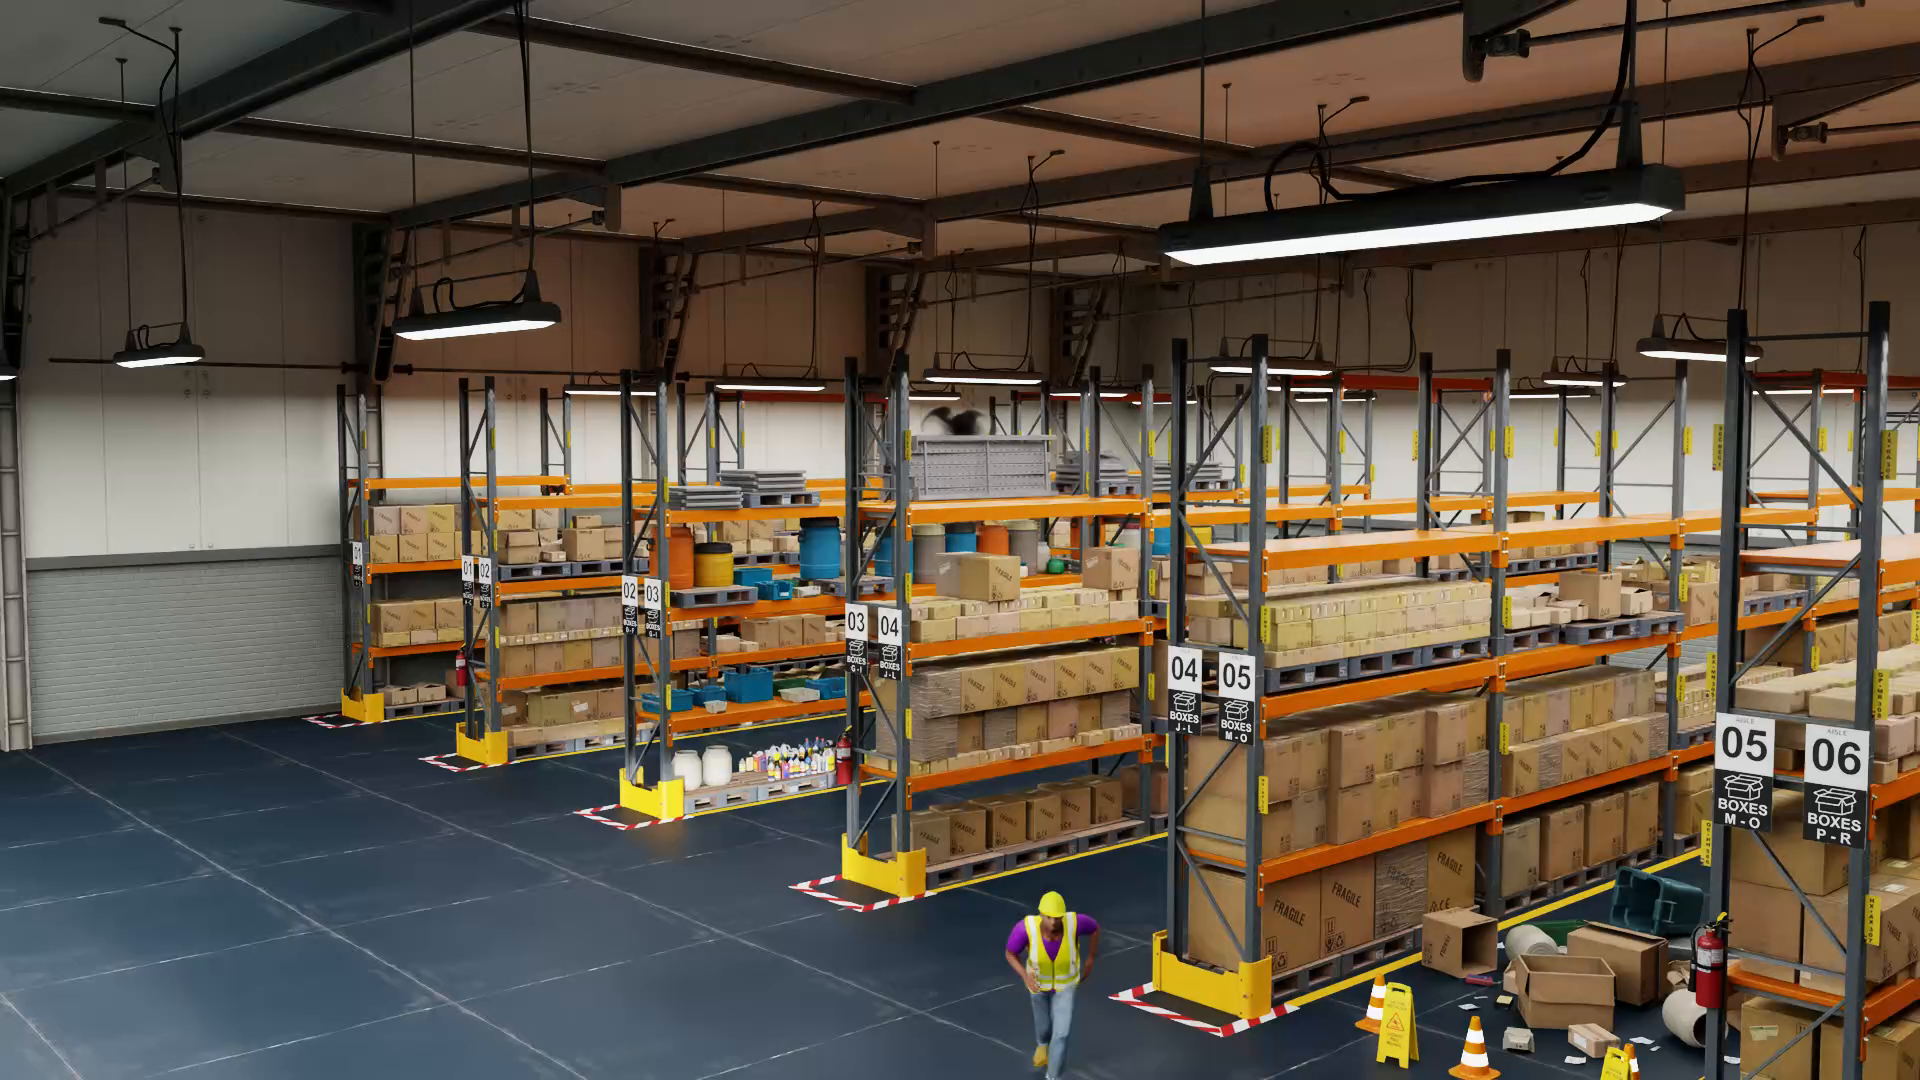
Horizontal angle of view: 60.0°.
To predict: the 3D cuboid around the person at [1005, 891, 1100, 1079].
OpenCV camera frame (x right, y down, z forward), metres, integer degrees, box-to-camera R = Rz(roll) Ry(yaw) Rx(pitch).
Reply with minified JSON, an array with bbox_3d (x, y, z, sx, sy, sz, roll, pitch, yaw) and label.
[{"bbox_3d":[0.712,3.492,12.965,0.744,1.715,1.056,0,4,-2],"label":"person"}]
